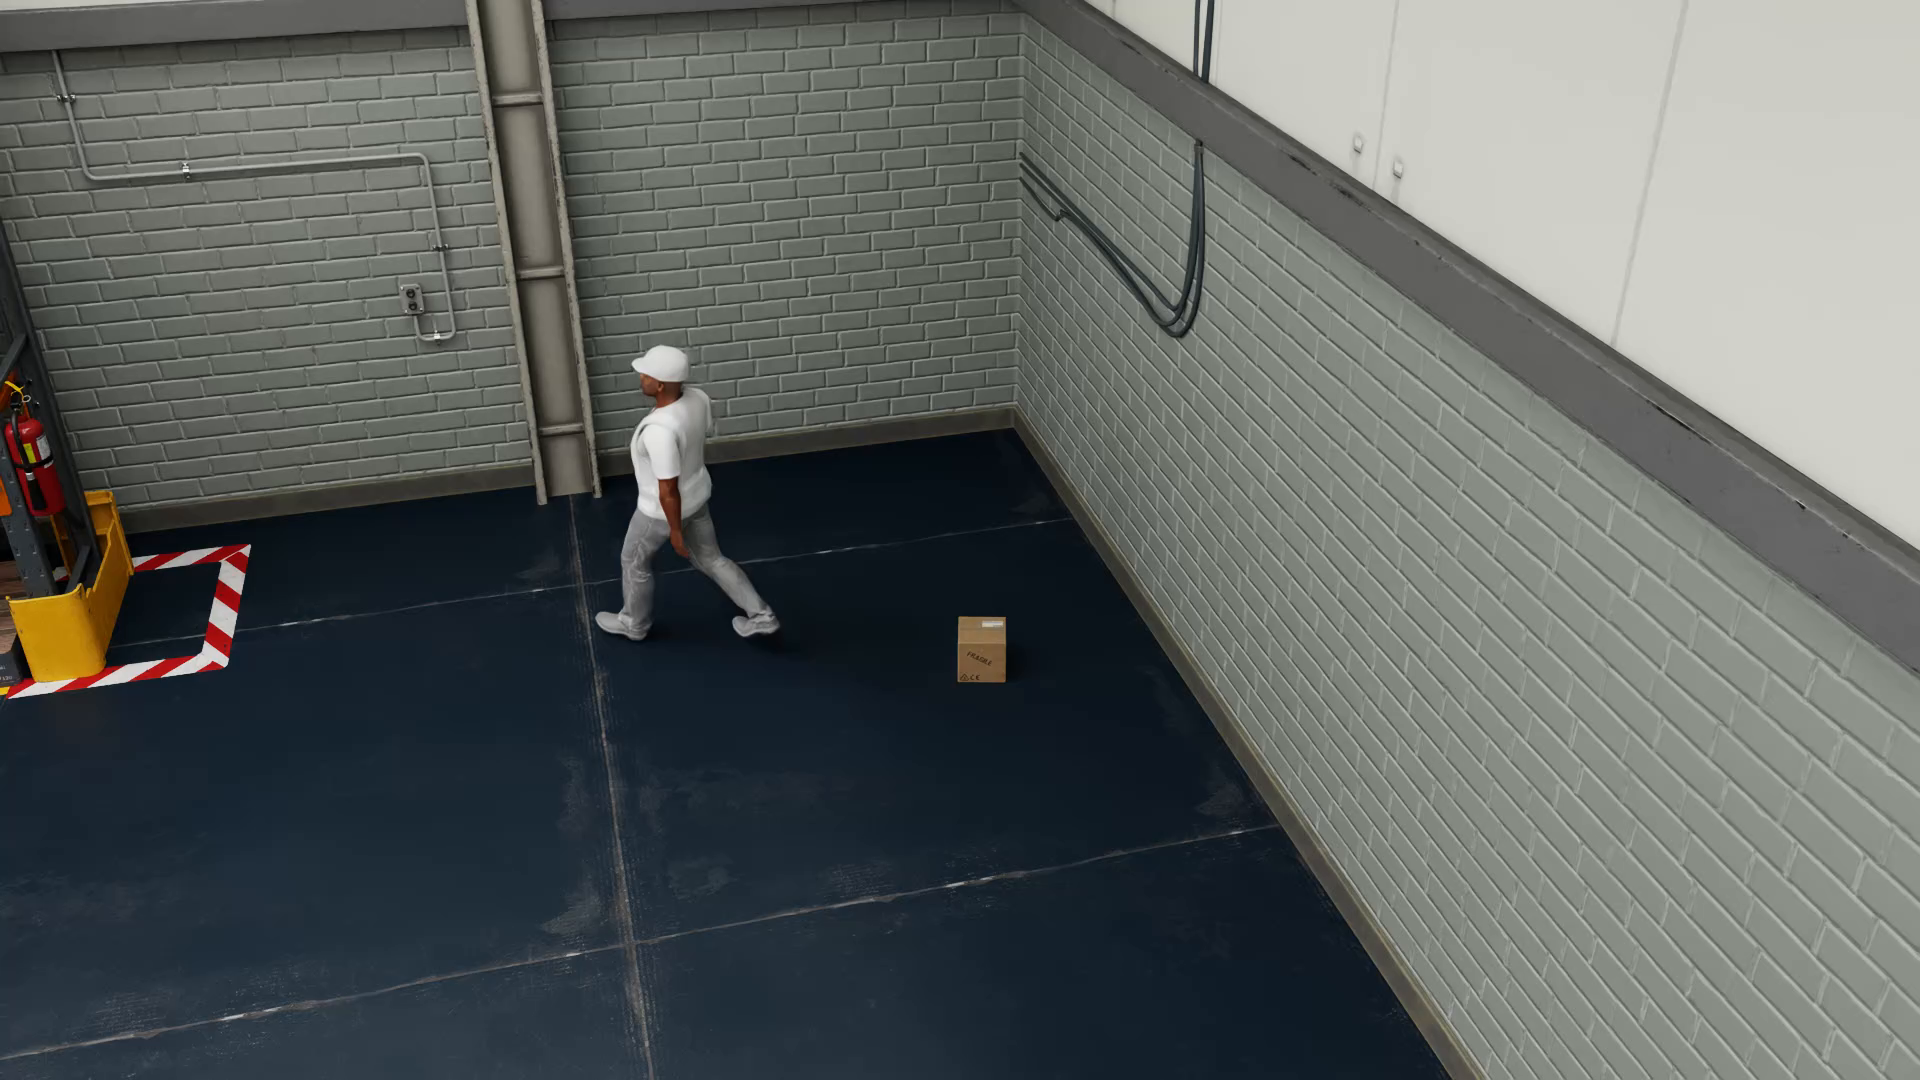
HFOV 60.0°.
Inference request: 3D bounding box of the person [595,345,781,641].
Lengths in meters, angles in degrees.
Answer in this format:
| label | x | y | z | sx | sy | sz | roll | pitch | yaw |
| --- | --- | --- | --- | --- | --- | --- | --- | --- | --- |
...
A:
| label | x | y | z | sx | sy | sz | roll | pitch | yaw |
| --- | --- | --- | --- | --- | --- | --- | --- | --- | --- |
| person | -1.467 | -0.213 | 8.586 | 1.041 | 1.724 | 0.564 | 12 | 32 | 20 |
